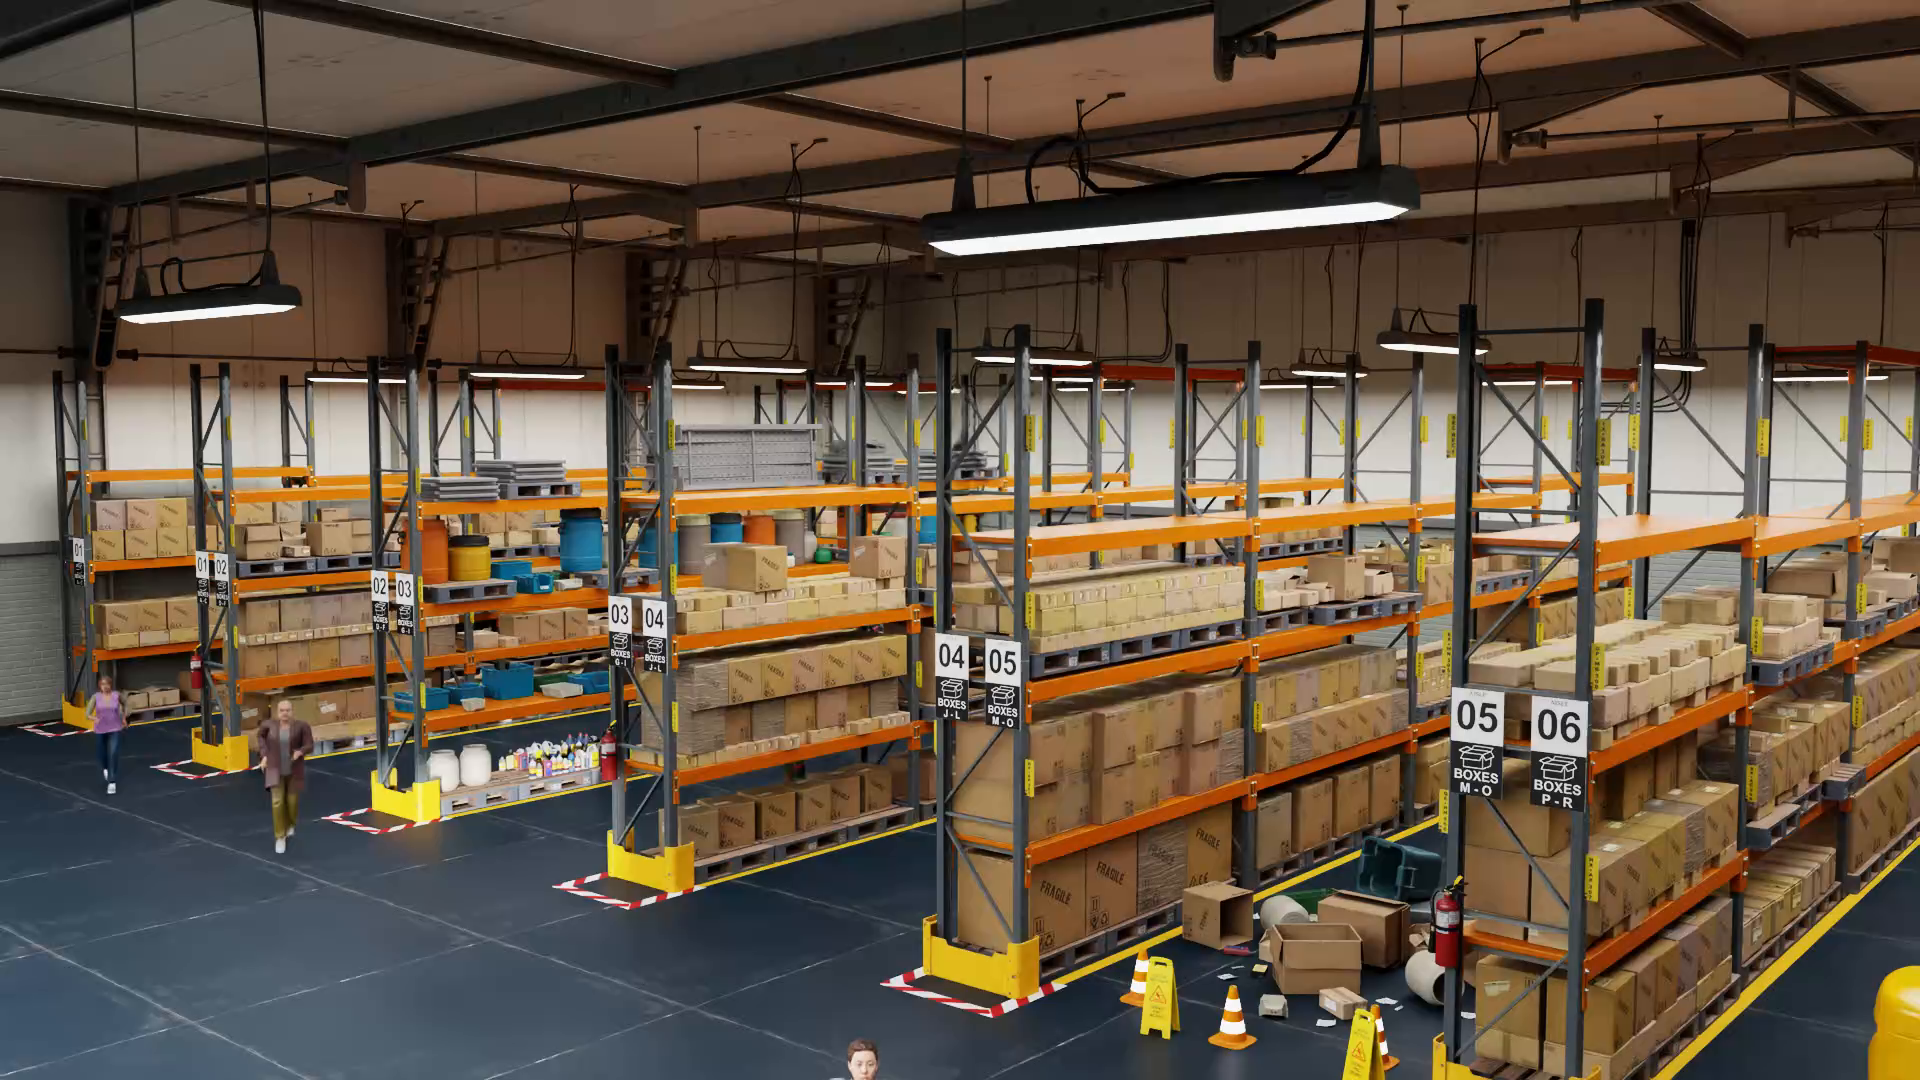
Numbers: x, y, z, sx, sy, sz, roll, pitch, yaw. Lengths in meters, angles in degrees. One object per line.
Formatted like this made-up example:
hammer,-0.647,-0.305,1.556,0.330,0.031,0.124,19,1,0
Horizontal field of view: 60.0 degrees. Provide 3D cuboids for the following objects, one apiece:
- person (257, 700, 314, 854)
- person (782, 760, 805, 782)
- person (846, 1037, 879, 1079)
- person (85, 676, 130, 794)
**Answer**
person,-8.174,2.833,20.190,0.625,1.827,0.985,-2,5,-26
person,-2.371,2.591,23.296,0.652,1.752,0.641,2,5,25
person,-0.551,3.642,9.388,0.559,1.707,0.902,-1,4,-10
person,-11.878,2.676,23.178,0.554,1.587,0.904,-2,5,-25
